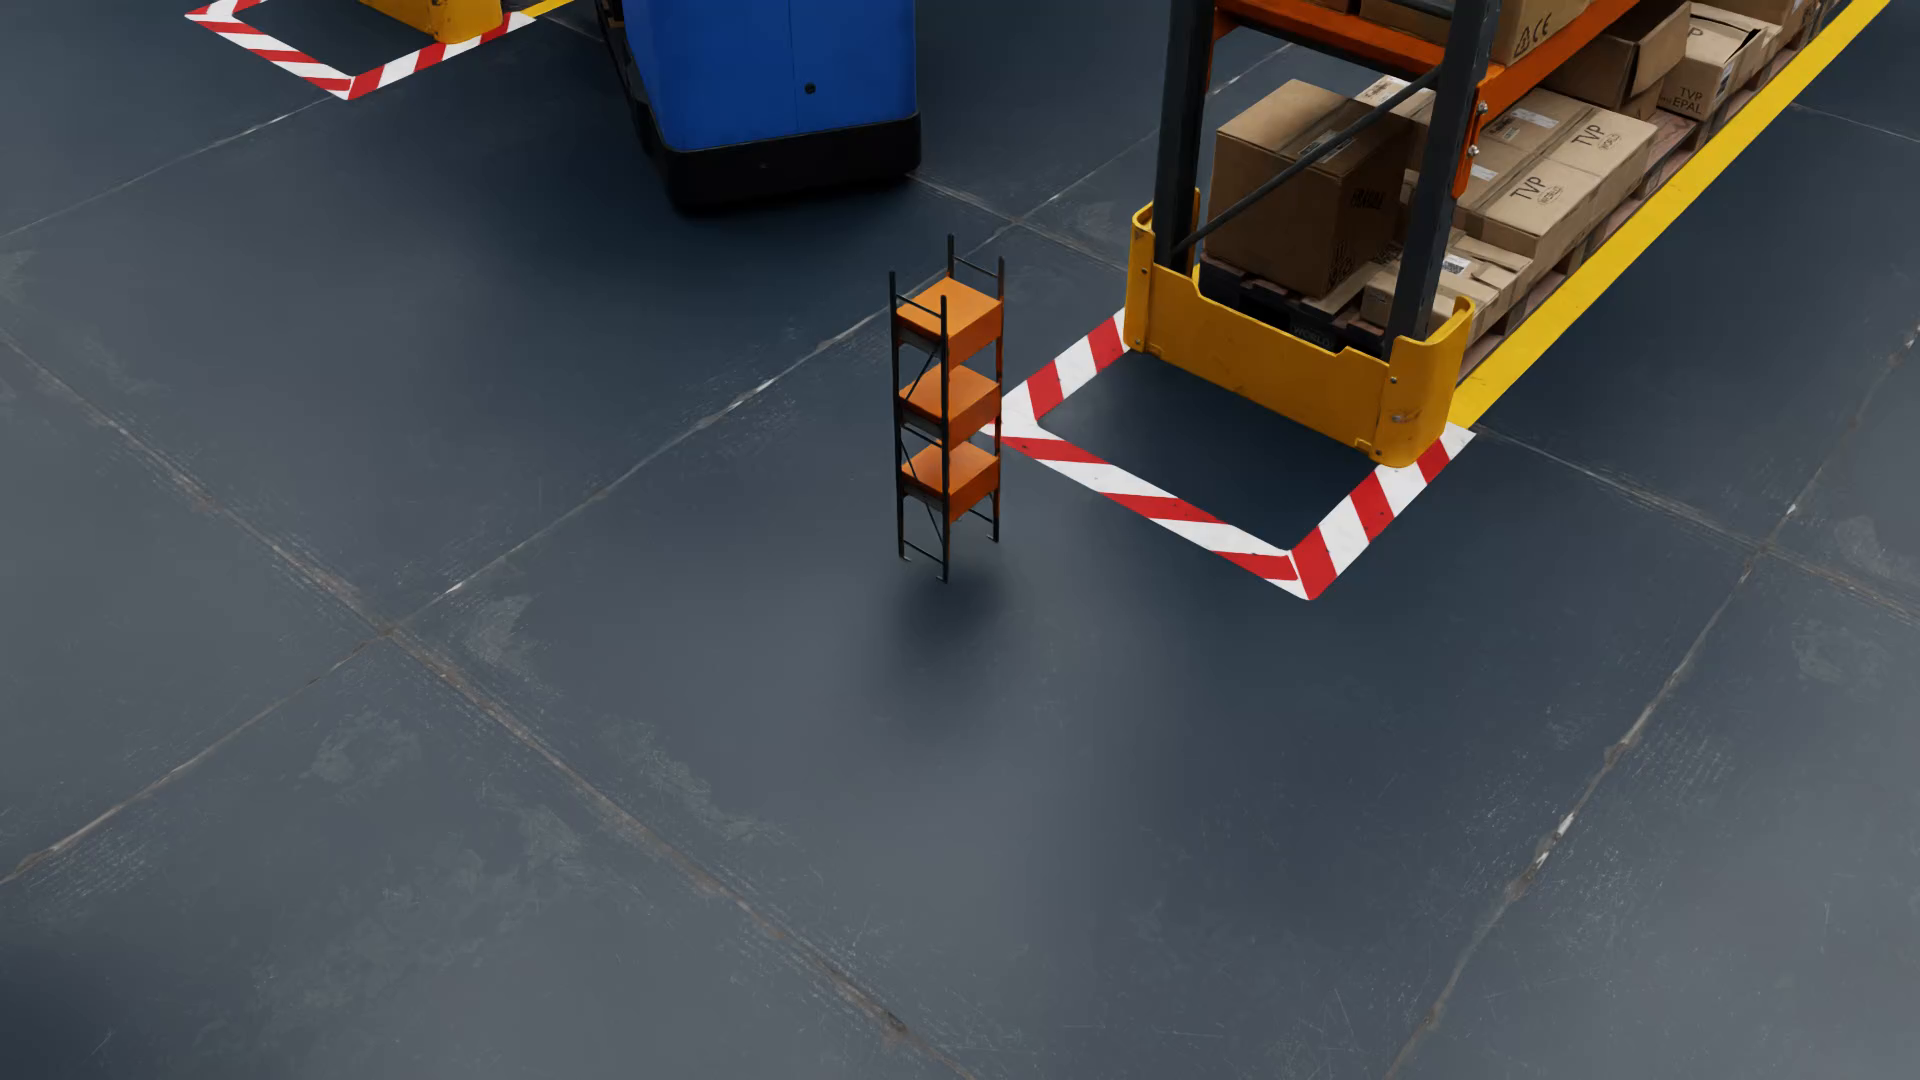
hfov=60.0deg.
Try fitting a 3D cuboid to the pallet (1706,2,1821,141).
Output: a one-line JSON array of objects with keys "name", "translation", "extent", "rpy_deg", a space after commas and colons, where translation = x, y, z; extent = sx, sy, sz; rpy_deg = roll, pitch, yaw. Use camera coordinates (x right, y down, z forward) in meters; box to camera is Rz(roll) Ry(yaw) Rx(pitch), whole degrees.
[{"name": "pallet", "translation": [3.206, -2.306, 7.629], "extent": [1.003, 0.211, 1.213], "rpy_deg": [29, 50, 28]}]

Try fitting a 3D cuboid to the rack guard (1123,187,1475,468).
[{"name": "rack guard", "translation": [1.123, -0.746, 5.699], "extent": [1.175, 0.500, 0.348], "rpy_deg": [29, 50, 28]}]

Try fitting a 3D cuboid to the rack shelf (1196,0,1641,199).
[{"name": "rack shelf", "translation": [2.361, -2.395, 6.189], "extent": [1.077, 0.370, 4.000], "rpy_deg": [29, 50, 28]}]

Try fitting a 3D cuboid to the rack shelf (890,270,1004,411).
[{"name": "rack shelf", "translation": [-0.034, -0.563, 4.683], "extent": [0.215, 0.259, 0.240], "rpy_deg": [29, 50, 28]}]

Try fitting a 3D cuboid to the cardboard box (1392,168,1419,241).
[{"name": "cardboard box", "translation": [1.565, -1.302, 6.231], "extent": [0.380, 0.166, 0.250], "rpy_deg": [29, 50, 28]}]

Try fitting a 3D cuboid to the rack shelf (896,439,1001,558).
[{"name": "rack shelf", "translation": [-0.034, -0.147, 5.061], "extent": [0.215, 0.259, 0.240], "rpy_deg": [29, 50, 28]}]

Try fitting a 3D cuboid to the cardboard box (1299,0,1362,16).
[{"name": "cardboard box", "translation": [1.154, -2.017, 5.164], "extent": [0.500, 0.500, 0.500], "rpy_deg": [31, 51, 30]}]

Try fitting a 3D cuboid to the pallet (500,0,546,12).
[{"name": "pallet", "translation": [-2.154, -3.154, 8.562], "extent": [1.003, 0.211, 1.213], "rpy_deg": [29, 50, 28]}]

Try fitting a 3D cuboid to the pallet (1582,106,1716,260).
[{"name": "pallet", "translation": [2.421, -1.675, 6.936], "extent": [1.003, 0.211, 1.213], "rpy_deg": [29, 50, 28]}]

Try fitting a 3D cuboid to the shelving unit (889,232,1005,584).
[{"name": "shelving unit", "translation": [-0.034, -0.361, 4.867], "extent": [0.215, 1.050, 0.252], "rpy_deg": [29, 50, 28]}]

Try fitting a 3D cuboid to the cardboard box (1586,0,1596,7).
[{"name": "cardboard box", "translation": [1.890, -2.051, 5.201], "extent": [0.500, 0.500, 0.500], "rpy_deg": [29, 50, 28]}]

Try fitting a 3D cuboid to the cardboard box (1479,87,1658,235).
[{"name": "cardboard box", "translation": [2.285, -1.449, 6.331], "extent": [0.500, 0.250, 0.500], "rpy_deg": [29, 50, 28]}]

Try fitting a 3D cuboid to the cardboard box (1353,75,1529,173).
[{"name": "cardboard box", "translation": [1.870, -1.640, 6.541], "extent": [0.500, 0.250, 0.500], "rpy_deg": [29, 50, 28]}]

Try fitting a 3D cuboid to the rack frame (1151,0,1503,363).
[{"name": "rack frame", "translation": [1.074, -1.631, 4.815], "extent": [1.000, 3.000, 0.127], "rpy_deg": [29, 50, 28]}]

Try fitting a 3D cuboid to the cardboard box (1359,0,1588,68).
[{"name": "cardboard box", "translation": [1.562, -1.783, 4.907], "extent": [0.500, 0.500, 0.500], "rpy_deg": [31, 50, 29]}]

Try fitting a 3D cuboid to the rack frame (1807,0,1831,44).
[{"name": "rack frame", "translation": [3.649, -3.691, 7.080], "extent": [1.000, 3.000, 0.127], "rpy_deg": [29, 50, 28]}]

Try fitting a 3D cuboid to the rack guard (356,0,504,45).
[{"name": "rack guard", "translation": [-2.720, -2.835, 7.996], "extent": [1.175, 0.500, 0.348], "rpy_deg": [29, 50, 28]}]

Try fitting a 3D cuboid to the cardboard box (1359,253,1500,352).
[{"name": "cardboard box", "translation": [1.607, -0.806, 5.699], "extent": [0.380, 0.149, 0.250], "rpy_deg": [29, 50, 28]}]

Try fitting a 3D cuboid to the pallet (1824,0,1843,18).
[{"name": "pallet", "translation": [4.143, -3.095, 8.497], "extent": [1.003, 0.211, 1.213], "rpy_deg": [29, 50, 28]}]

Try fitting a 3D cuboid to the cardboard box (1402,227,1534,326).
[{"name": "cardboard box", "translation": [1.768, -0.941, 5.835], "extent": [0.380, 0.166, 0.250], "rpy_deg": [29, 50, 28]}]

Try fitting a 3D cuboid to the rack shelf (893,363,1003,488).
[{"name": "rack shelf", "translation": [-0.034, -0.353, 4.874], "extent": [0.215, 0.259, 0.240], "rpy_deg": [29, 50, 28]}]

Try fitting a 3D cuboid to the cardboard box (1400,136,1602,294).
[{"name": "cardboard box", "translation": [1.963, -1.192, 6.048], "extent": [0.500, 0.250, 0.500], "rpy_deg": [29, 50, 28]}]

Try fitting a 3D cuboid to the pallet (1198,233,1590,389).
[{"name": "pallet", "translation": [1.636, -1.050, 6.248], "extent": [1.003, 0.211, 1.213], "rpy_deg": [29, 50, 28]}]

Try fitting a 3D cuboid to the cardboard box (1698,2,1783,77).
[{"name": "cardboard box", "translation": [3.304, -2.164, 7.192], "extent": [0.380, 0.149, 0.250], "rpy_deg": [29, 50, 28]}]

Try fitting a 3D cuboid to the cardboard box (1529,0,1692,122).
[{"name": "cardboard box", "translation": [2.443, -1.961, 6.705], "extent": [0.797, 0.503, 0.637], "rpy_deg": [29, 50, 28]}]

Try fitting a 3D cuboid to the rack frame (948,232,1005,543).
[{"name": "rack frame", "translation": [0.044, -0.424, 4.936], "extent": [0.200, 1.050, 0.008], "rpy_deg": [29, 50, 28]}]

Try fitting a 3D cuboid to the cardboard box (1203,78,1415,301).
[{"name": "cardboard box", "translation": [1.236, -1.256, 5.933], "extent": [0.500, 0.500, 0.500], "rpy_deg": [29, 50, 28]}]

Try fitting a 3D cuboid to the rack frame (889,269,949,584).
[{"name": "rack frame", "translation": [-0.113, -0.298, 4.797], "extent": [0.200, 1.050, 0.008], "rpy_deg": [29, 50, 28]}]

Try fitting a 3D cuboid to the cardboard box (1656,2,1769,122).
[{"name": "cardboard box", "translation": [3.016, -2.057, 6.954], "extent": [0.500, 0.311, 0.500], "rpy_deg": [29, 50, 28]}]

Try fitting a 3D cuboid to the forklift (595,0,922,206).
[{"name": "forklift", "translation": [-1.085, -3.415, 6.827], "extent": [1.130, 2.935, 3.031], "rpy_deg": [-12, 44, -13]}]

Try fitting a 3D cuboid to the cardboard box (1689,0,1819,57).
[{"name": "cardboard box", "translation": [3.499, -2.513, 7.315], "extent": [0.500, 0.500, 0.500], "rpy_deg": [29, 50, 28]}]
